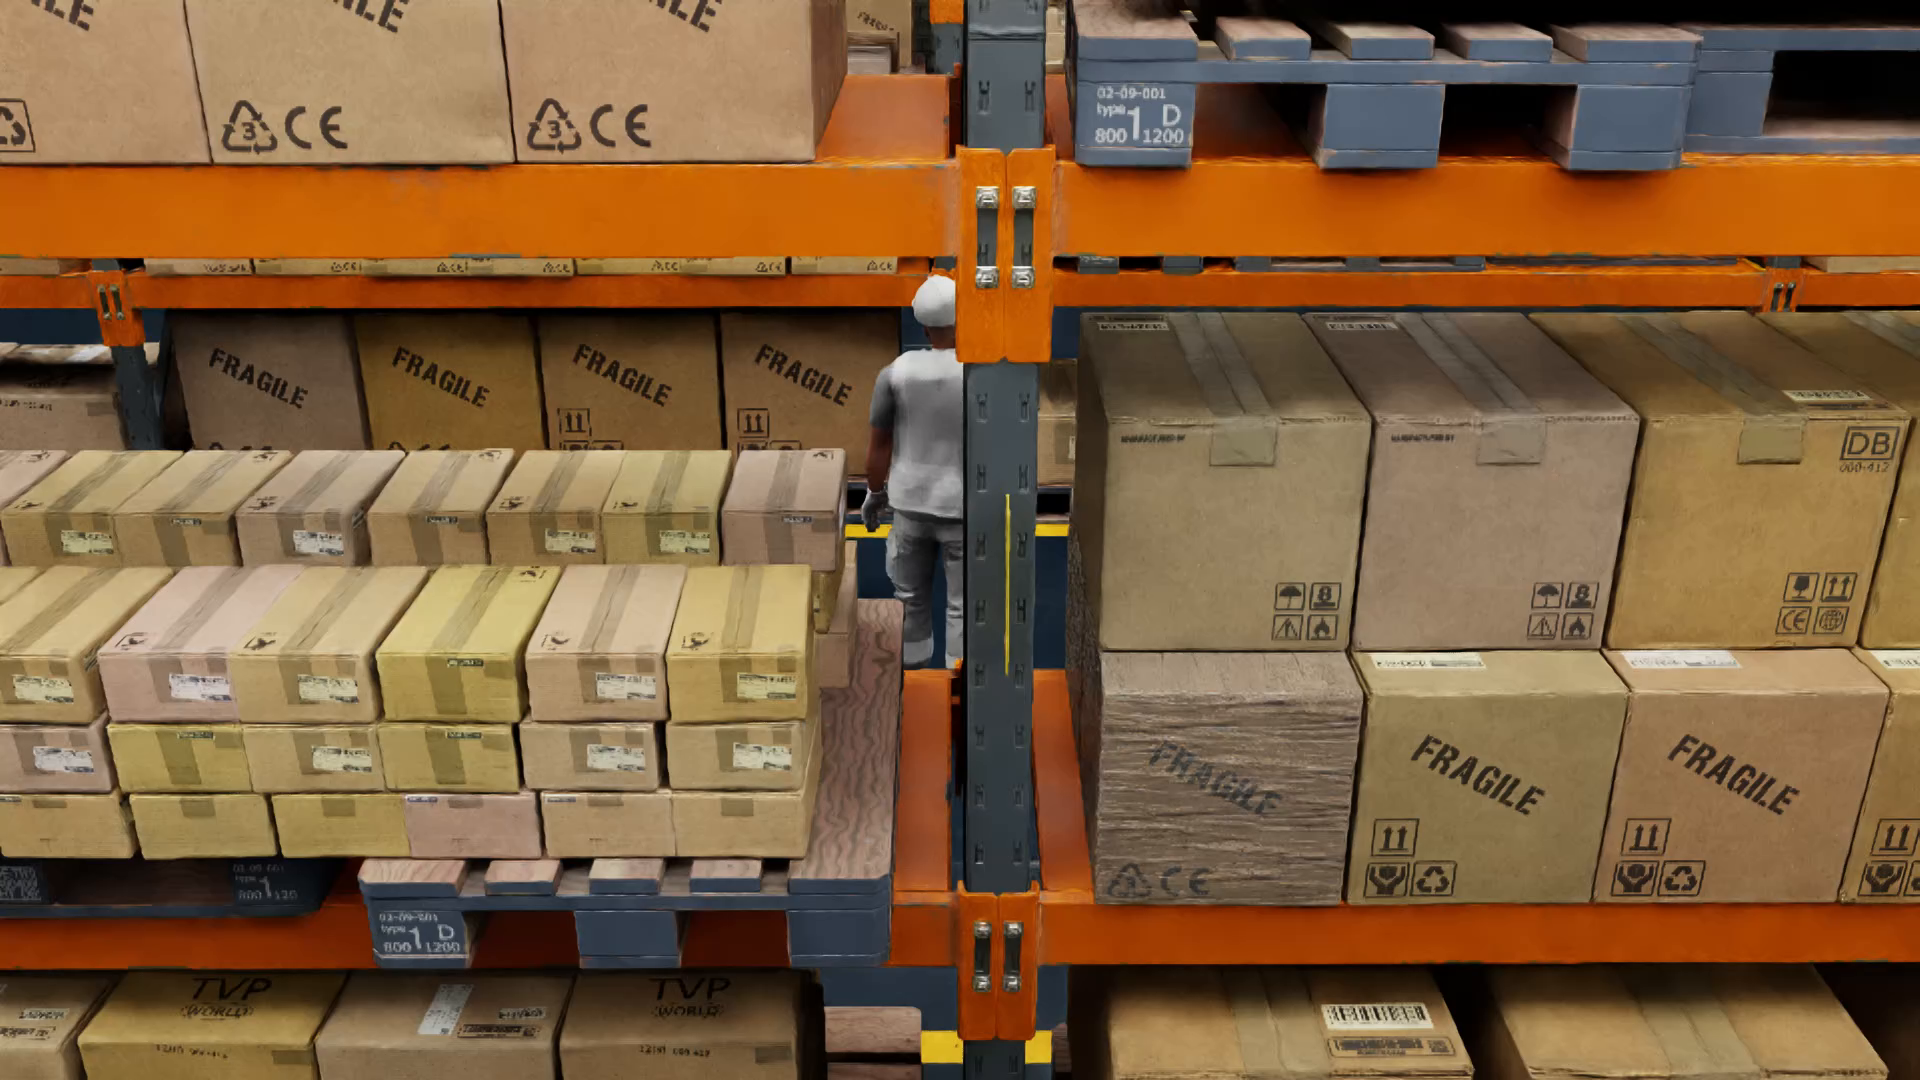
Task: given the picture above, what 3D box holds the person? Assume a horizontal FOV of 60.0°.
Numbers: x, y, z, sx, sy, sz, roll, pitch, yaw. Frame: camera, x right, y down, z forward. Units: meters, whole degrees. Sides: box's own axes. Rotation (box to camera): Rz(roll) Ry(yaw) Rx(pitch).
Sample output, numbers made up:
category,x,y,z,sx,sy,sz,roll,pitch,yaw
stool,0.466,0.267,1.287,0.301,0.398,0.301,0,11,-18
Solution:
category,x,y,z,sx,sy,sz,roll,pitch,yaw
person,-0.074,-0.127,6.288,0.622,1.791,0.414,6,25,14
